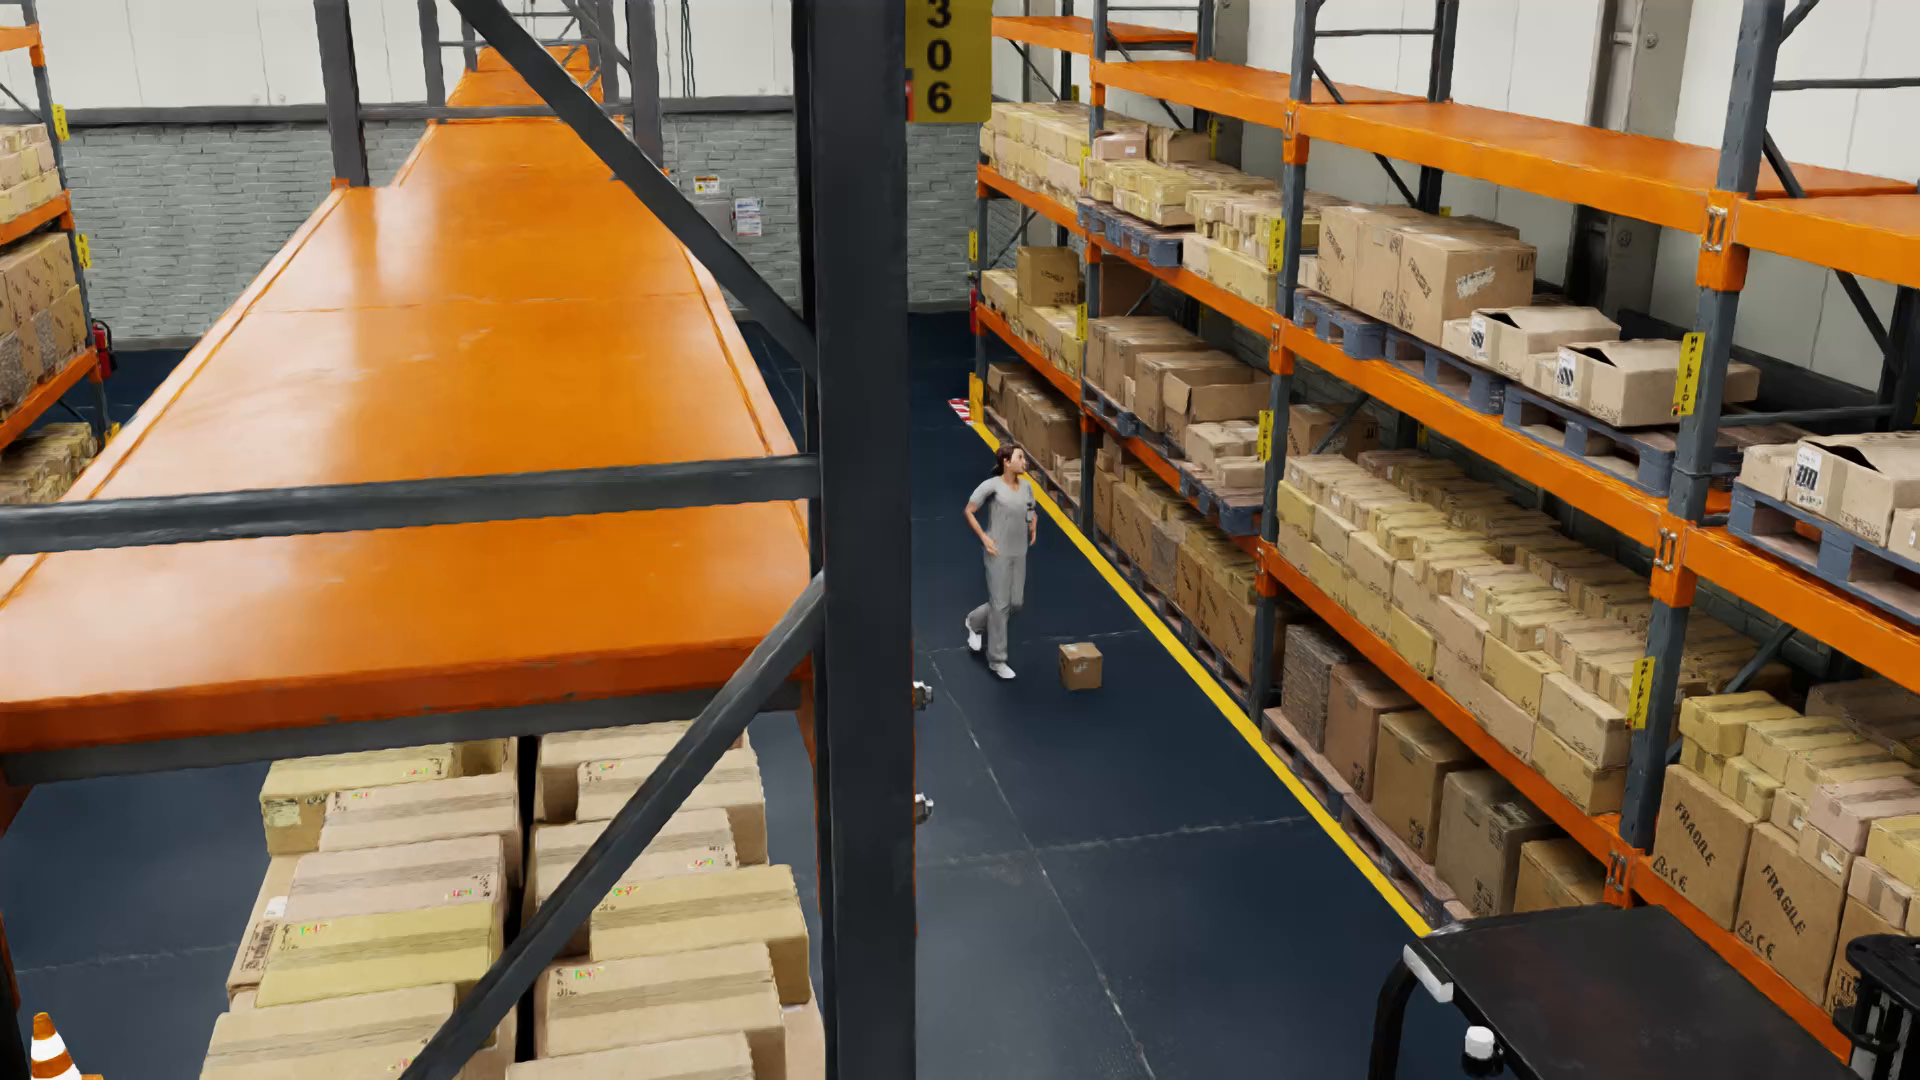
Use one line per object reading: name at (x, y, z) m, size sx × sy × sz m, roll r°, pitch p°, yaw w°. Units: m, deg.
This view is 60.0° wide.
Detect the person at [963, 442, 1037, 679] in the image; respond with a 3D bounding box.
person at (0.361, 0.100, 12.125) m, size 0.594 × 1.636 × 0.718 m, roll -14°, pitch 24°, yaw -34°
